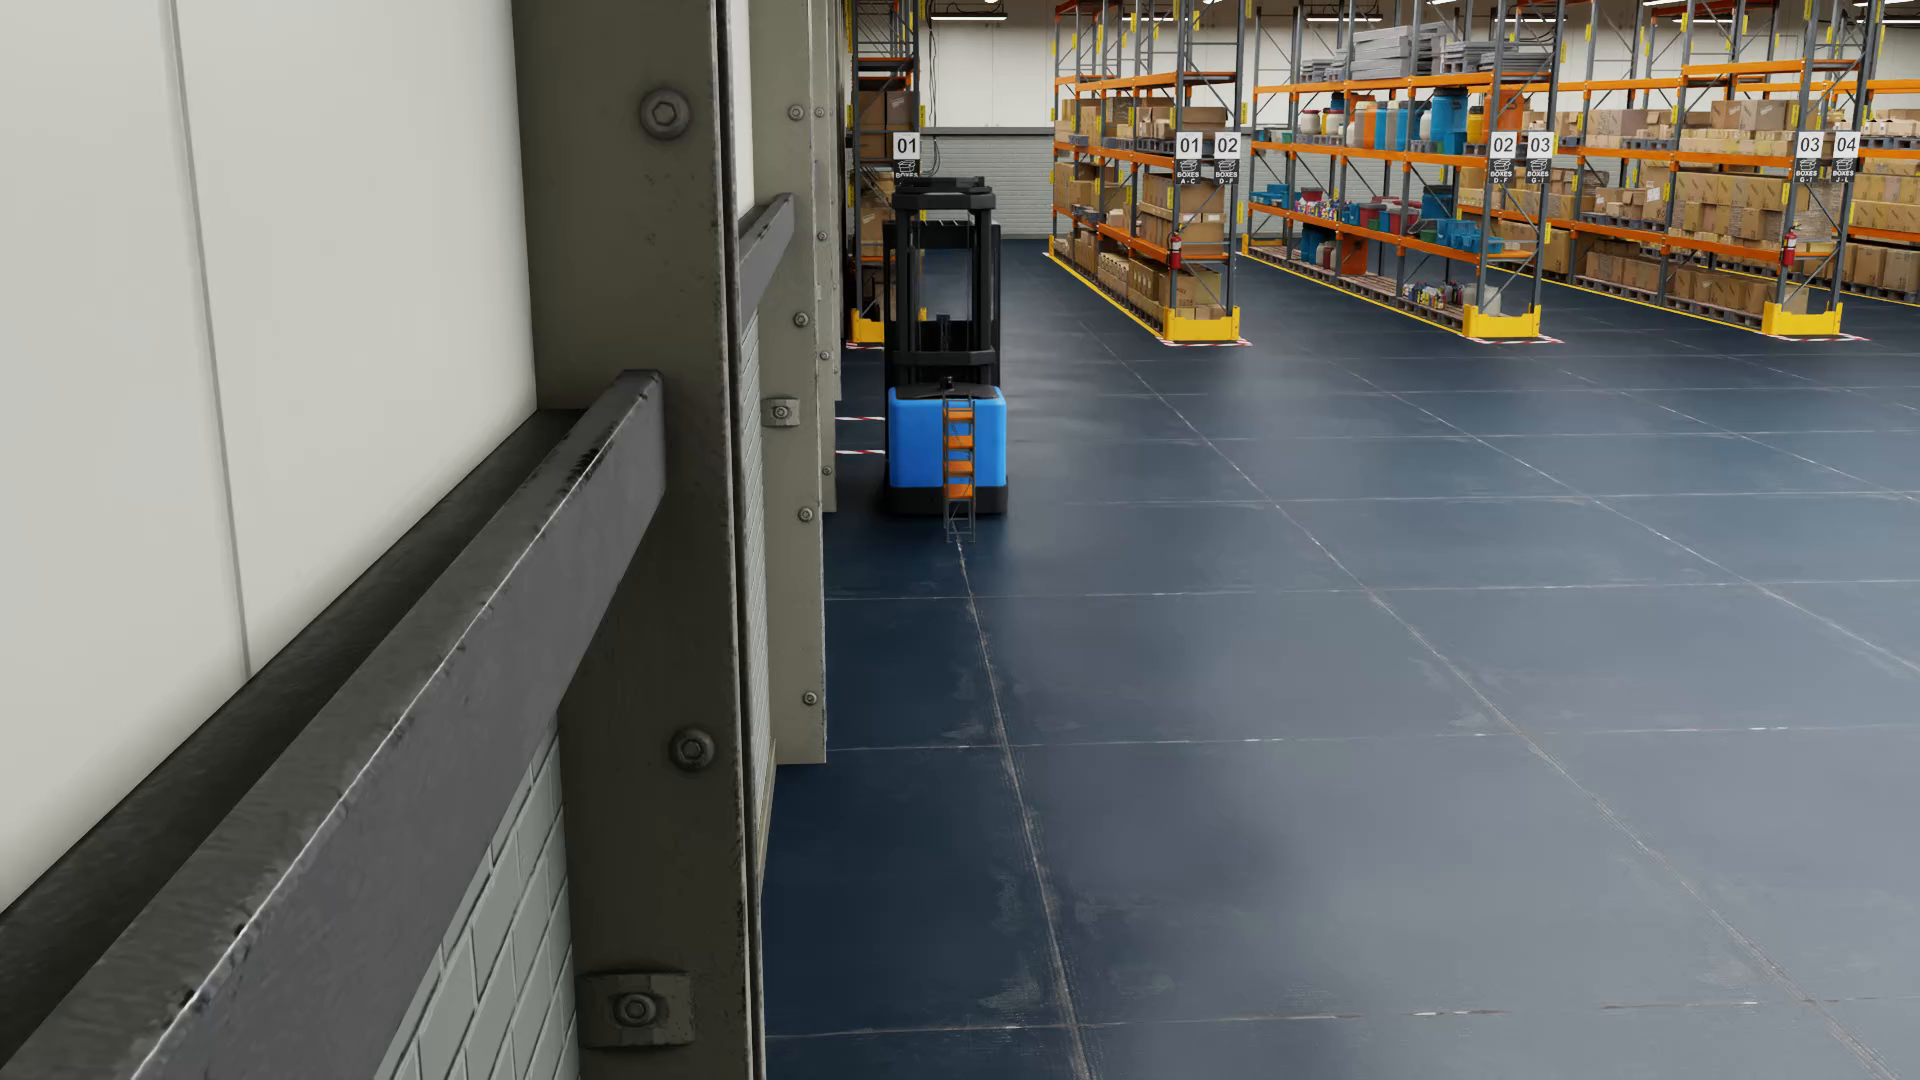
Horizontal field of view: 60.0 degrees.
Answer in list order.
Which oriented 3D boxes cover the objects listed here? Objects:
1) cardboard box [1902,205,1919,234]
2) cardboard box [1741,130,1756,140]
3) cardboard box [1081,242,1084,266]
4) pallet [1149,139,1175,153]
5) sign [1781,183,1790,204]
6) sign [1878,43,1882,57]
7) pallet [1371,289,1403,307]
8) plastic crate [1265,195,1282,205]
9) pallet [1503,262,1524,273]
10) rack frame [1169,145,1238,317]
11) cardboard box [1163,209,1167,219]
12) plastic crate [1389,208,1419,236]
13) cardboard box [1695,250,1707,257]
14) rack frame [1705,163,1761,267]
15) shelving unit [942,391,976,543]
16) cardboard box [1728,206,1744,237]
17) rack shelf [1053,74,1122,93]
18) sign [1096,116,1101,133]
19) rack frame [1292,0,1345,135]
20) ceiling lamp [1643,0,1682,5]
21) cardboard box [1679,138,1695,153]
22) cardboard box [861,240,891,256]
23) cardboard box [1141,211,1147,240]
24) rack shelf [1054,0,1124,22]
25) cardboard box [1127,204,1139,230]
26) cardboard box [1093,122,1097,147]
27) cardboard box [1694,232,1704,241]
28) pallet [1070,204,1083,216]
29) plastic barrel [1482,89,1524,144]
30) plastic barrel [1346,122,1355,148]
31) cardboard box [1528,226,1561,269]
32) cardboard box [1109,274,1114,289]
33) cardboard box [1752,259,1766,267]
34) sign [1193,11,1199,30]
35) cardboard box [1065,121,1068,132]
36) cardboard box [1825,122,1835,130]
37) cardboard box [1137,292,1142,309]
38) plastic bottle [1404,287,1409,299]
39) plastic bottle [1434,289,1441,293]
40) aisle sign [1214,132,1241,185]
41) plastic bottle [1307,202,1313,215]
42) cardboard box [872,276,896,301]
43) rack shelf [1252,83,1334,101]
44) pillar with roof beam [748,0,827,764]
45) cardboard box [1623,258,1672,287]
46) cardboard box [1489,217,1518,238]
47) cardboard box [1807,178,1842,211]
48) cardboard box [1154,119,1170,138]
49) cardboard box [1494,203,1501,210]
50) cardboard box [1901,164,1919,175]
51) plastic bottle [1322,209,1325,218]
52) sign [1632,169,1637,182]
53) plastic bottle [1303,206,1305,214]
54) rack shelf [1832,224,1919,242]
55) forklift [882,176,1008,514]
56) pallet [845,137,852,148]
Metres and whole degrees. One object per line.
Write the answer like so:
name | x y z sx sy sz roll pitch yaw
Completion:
cardboard box | 18.121 -6.028 31.236 0.500 0.500 0.500 -1 14 -4
cardboard box | 13.310 -6.769 27.796 0.380 0.149 0.250 -2 15 -6
cardboard box | 2.935 -6.262 36.478 0.500 0.500 0.500 -1 14 -3
pallet | 3.728 -6.546 27.607 1.003 0.211 1.213 -1 14 -3
sign | 13.156 -5.518 26.496 0.100 0.325 0.005 -1 14 -3
sign | 23.154 -12.341 41.898 0.100 0.325 0.005 -1 14 -3
pallet | 8.433 -4.571 31.367 1.003 0.211 1.213 -1 14 -3
plastic crate | 7.564 -8.190 40.054 0.416 0.233 0.300 -1 14 -3
pallet | 13.091 -6.251 37.899 1.003 0.211 1.213 -1 14 -3
rack frame | 3.824 -4.656 26.103 1.000 3.000 0.127 -1 14 -3
cardboard box | 3.547 -5.367 27.364 0.380 0.149 0.250 0 14 -2
plastic crate | 8.185 -5.873 30.704 0.402 0.464 0.583 -1 14 -3
cardboard box | 17.561 -6.759 39.154 0.380 0.149 0.250 -1 14 -3
rack frame | 17.925 -7.844 38.492 1.000 3.000 0.127 -1 14 -3
shelving unit | -0.010 -0.622 14.037 0.258 1.200 0.503 -1 14 -3
cardboard box | 13.566 -5.385 28.139 0.875 0.500 0.500 -1 14 -3
rack shelf | 2.957 -10.693 38.977 1.077 0.370 4.000 -1 14 -3
sign | 2.787 -8.341 33.367 0.100 0.325 0.005 -1 14 -3
rack frame | 8.025 -10.621 37.248 1.000 3.000 0.127 -1 14 -3
ceiling lamp | 15.771 -13.360 36.176 0.800 3.185 2.000 -1 14 -3
cardboard box | 13.236 -7.067 29.754 0.500 0.250 0.500 -1 15 -6
cardboard box | -1.342 -4.629 26.258 0.500 0.250 0.500 -1 14 -3
cardboard box | 3.610 -5.589 29.528 0.700 0.500 0.500 -1 14 -5
rack shelf | 2.957 -12.304 38.563 1.077 0.370 4.000 -1 14 -3
cardboard box | 3.481 -6.146 31.693 0.500 0.500 0.500 -1 14 -3
cardboard box | 3.236 -8.382 34.362 0.910 0.500 0.500 -1 14 -3
cardboard box | 13.222 -5.374 29.398 0.380 0.149 0.250 -1 14 -3
pallet | 3.021 -7.347 36.947 1.003 0.211 1.213 -1 14 -3
plastic barrel | 8.611 -6.714 26.379 0.600 0.830 0.708 -1 14 -3
plastic barrel | 7.986 -8.146 33.423 0.421 0.512 0.421 0 14 0
cardboard box | 13.147 -6.366 36.169 1.225 0.875 0.875 -1 14 -3
cardboard box | 3.170 -5.001 32.118 0.500 0.250 0.500 -1 14 -2
cardboard box | 17.794 -6.262 36.518 0.500 0.500 0.500 -2 15 -6
sign | 4.132 -9.088 29.095 0.100 0.325 0.005 -1 14 -3
cardboard box | 2.723 -9.628 38.705 0.500 0.250 0.500 -1 14 -3
cardboard box | 17.884 -8.488 34.777 0.500 0.500 0.500 -1 14 -3
cardboard box | 3.354 -4.154 28.826 0.500 0.250 0.500 -1 14 -3
plastic bottle | 8.109 -4.473 30.124 0.097 0.201 0.097 0 14 0
plastic bottle | 8.341 -4.269 29.182 0.152 0.276 0.135 -1 14 -3
aisle sign | 4.134 -5.903 25.733 0.394 0.787 0.004 -1 14 -3
plastic bottle | 7.731 -7.305 36.645 0.152 0.276 0.135 -1 14 -3
cardboard box | -1.263 -4.318 28.924 0.500 0.500 0.500 -2 15 -8
rack shelf | 7.901 -10.577 39.320 1.077 0.370 4.000 -1 14 -3
pillar with roof beam | 3.385 -3.235 8.538 9.100 9.000 0.400 -1 14 -3
cardboard box | 13.401 -5.216 32.414 0.700 0.500 0.500 -2 15 -8
cardboard box | 13.007 -7.132 39.148 0.875 0.875 0.875 -1 14 -3
cardboard box | 13.950 -5.626 27.067 0.500 0.500 0.500 -1 14 -3
cardboard box | 3.455 -6.757 27.305 0.500 0.311 0.500 1 14 3
cardboard box | 12.622 -7.741 38.599 0.380 0.149 0.250 -1 14 -3
cardboard box | 22.554 -8.591 39.190 0.500 0.500 0.500 -1 14 -4
plastic bottle | 7.776 -6.975 35.513 0.097 0.201 0.097 0 14 0
sign | 17.136 -9.249 42.218 0.100 0.325 0.005 -1 14 -3
plastic bottle | 7.682 -7.354 36.988 0.097 0.201 0.097 0 14 0
rack shelf | 18.297 -6.003 32.782 1.077 0.370 4.000 -1 14 -3
forklift | -0.180 -1.957 15.750 1.130 2.935 3.031 -1 14 -3
pallet | -1.708 -8.089 33.803 1.213 0.211 1.003 0 14 -1
